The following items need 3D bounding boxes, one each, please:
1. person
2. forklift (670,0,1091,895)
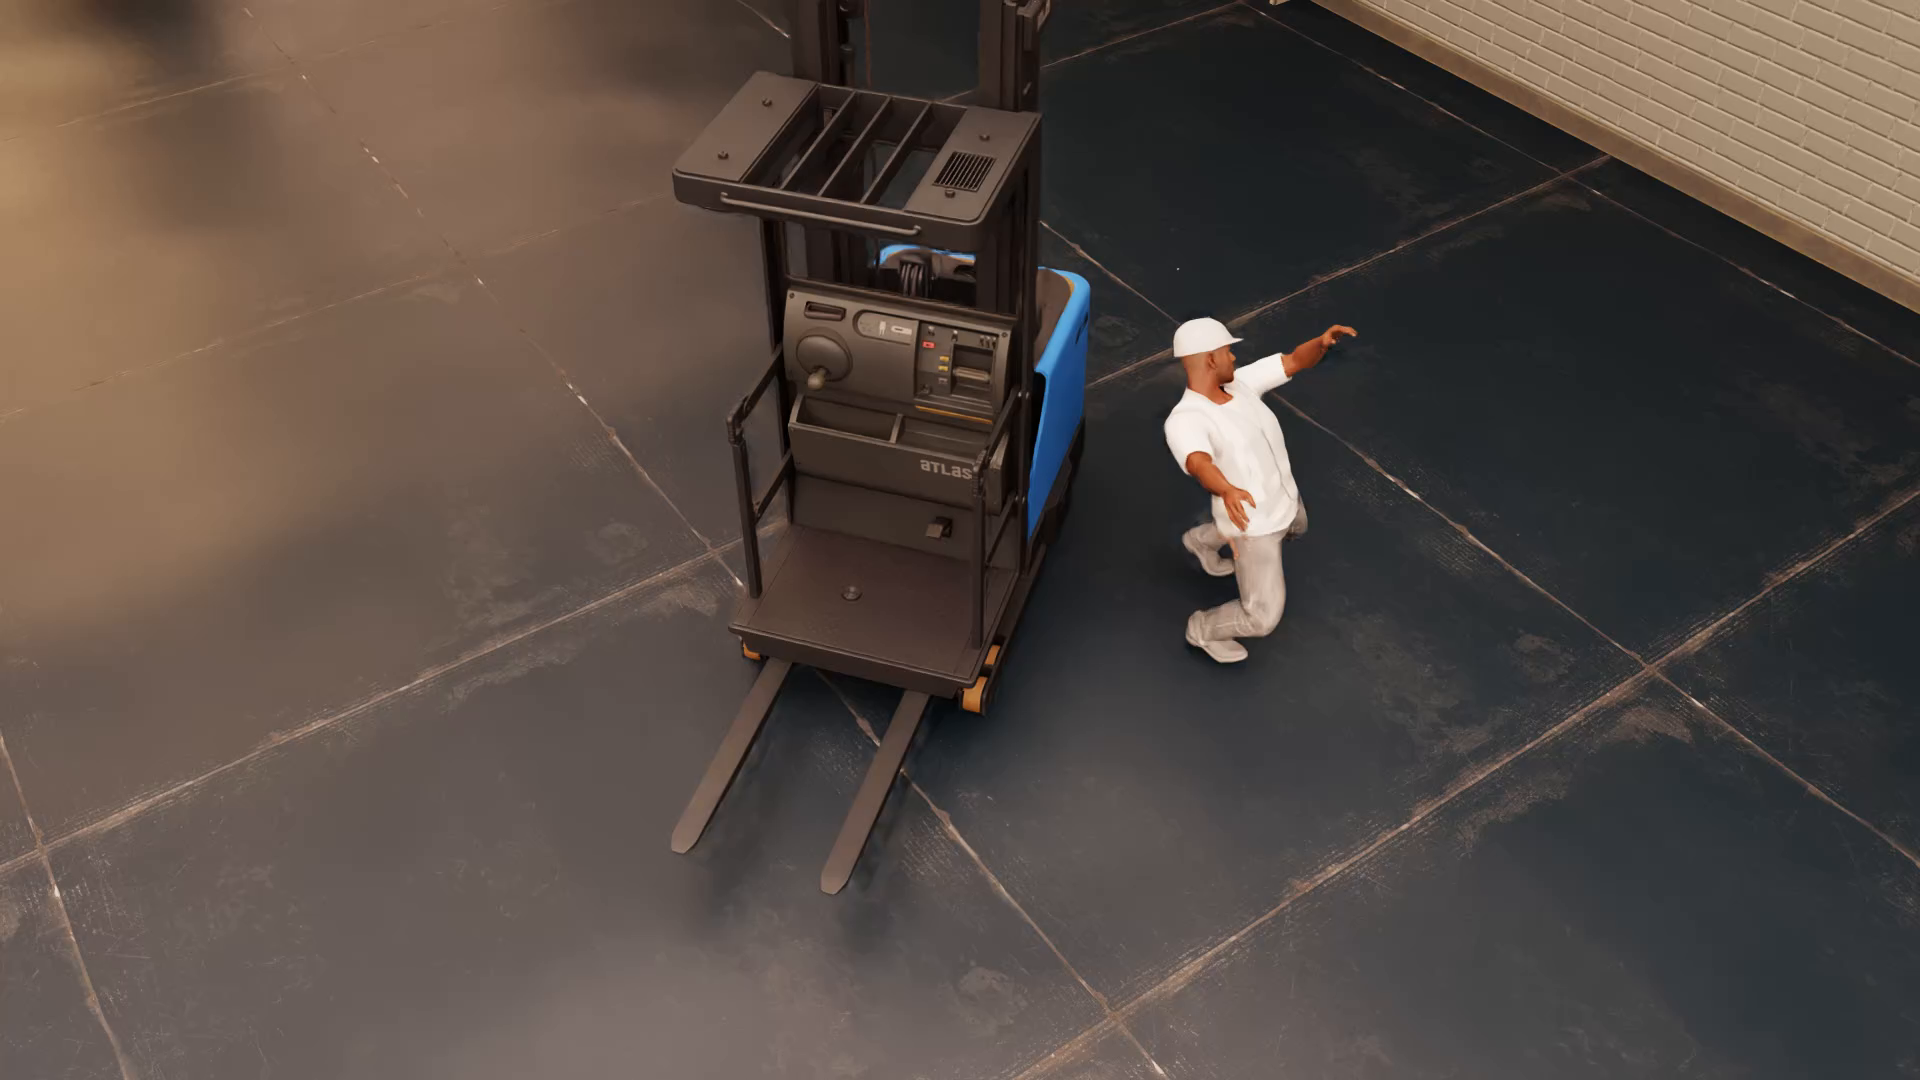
[{"bbox_3d":[1.078,-0.109,6.790,0.707,1.575,1.094,15,45,16],"label":"person"},{"bbox_3d":[-0.318,-0.651,6.422,1.130,2.935,3.031,12,44,13],"label":"forklift"}]
